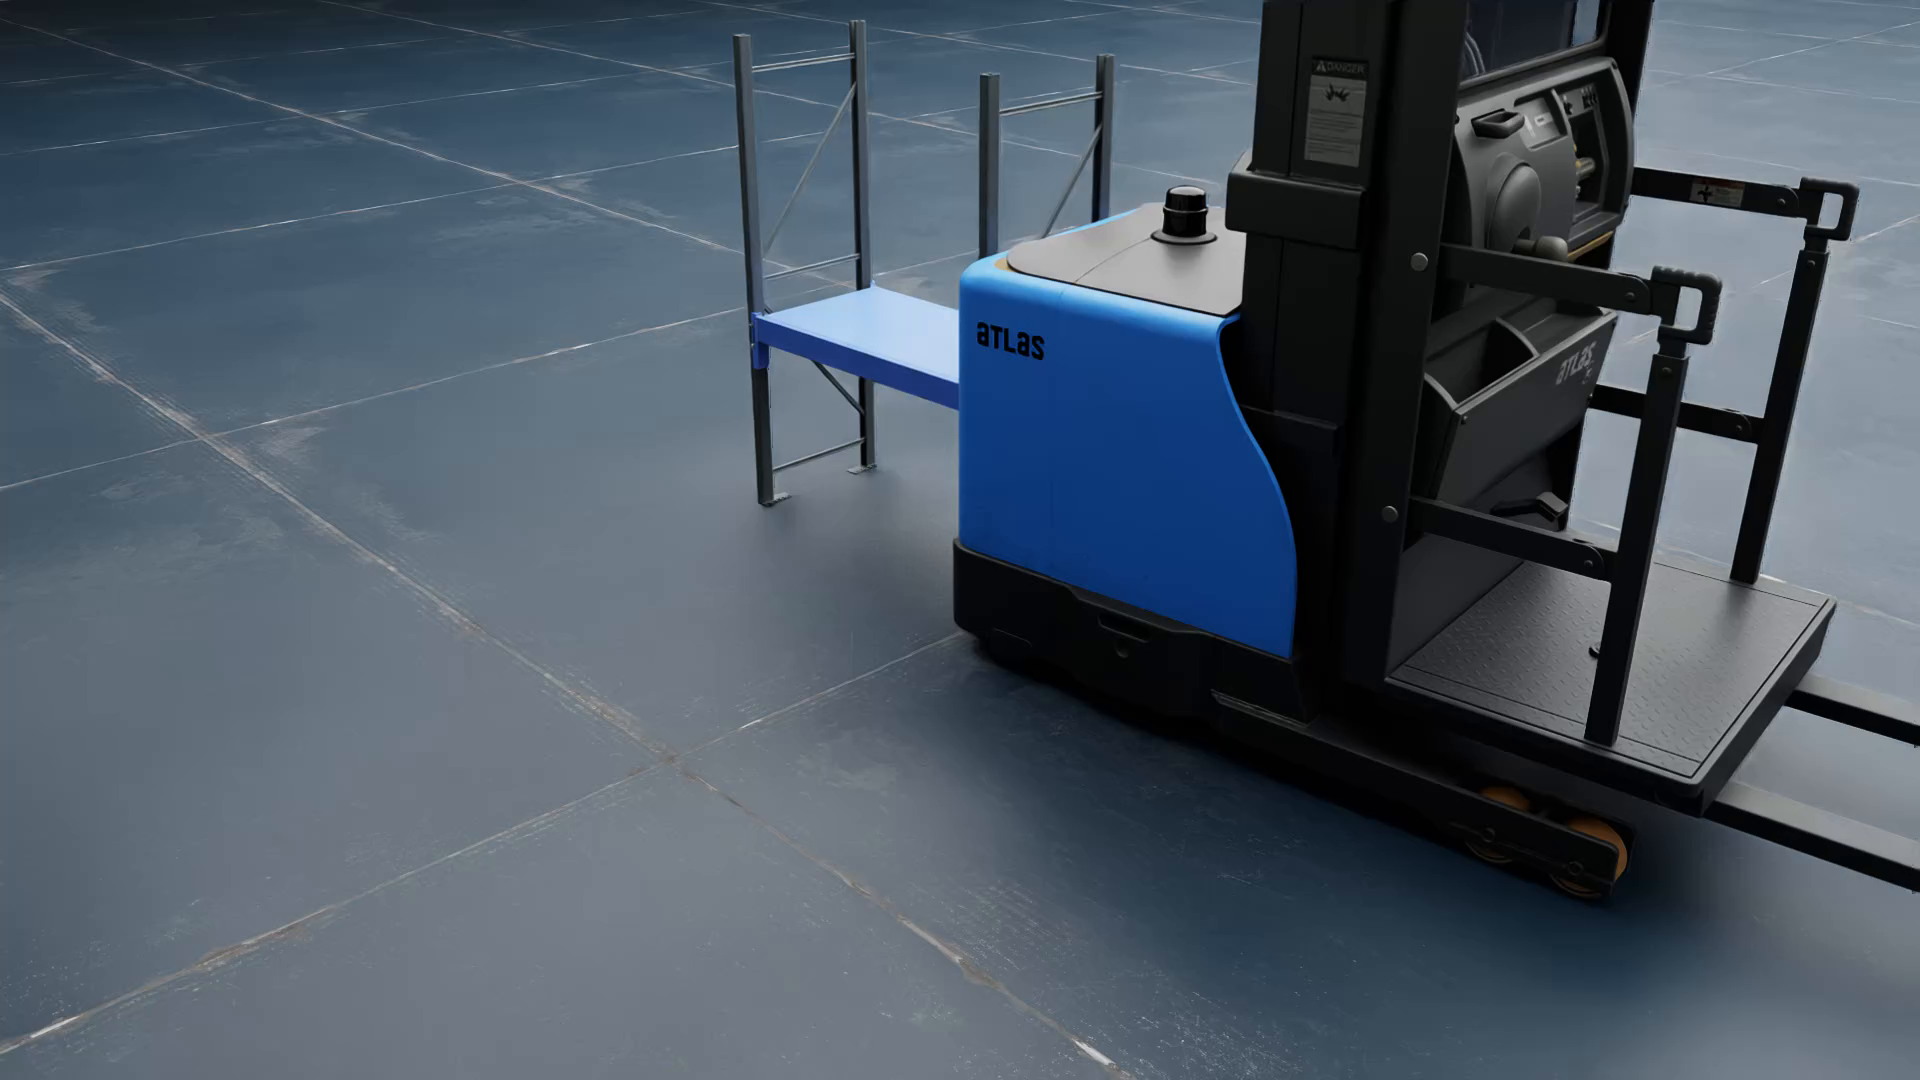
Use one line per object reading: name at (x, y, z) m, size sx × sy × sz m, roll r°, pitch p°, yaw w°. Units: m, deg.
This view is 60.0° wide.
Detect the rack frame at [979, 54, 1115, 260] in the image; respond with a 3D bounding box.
rack frame at (0.237, -0.574, 4.701) m, size 0.032 × 1.500 × 0.500 m, roll 23°, pitch 33°, yaw 40°

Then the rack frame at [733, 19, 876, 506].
rack frame at (-0.482, -0.872, 5.355) m, size 0.032 × 1.500 × 0.500 m, roll 23°, pitch 33°, yaw 40°

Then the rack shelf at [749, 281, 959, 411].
rack shelf at (-0.123, -0.559, 5.102) m, size 1.000 × 0.185 × 0.538 m, roll 23°, pitch 33°, yaw 40°

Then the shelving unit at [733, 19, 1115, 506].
shelving unit at (-0.123, -0.723, 5.028) m, size 1.048 × 1.500 × 0.538 m, roll 23°, pitch 33°, yaw 40°

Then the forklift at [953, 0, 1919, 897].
forklift at (1.442, -0.816, 3.508) m, size 3.031 × 2.935 × 1.130 m, roll 19°, pitch 31°, yaw 35°
